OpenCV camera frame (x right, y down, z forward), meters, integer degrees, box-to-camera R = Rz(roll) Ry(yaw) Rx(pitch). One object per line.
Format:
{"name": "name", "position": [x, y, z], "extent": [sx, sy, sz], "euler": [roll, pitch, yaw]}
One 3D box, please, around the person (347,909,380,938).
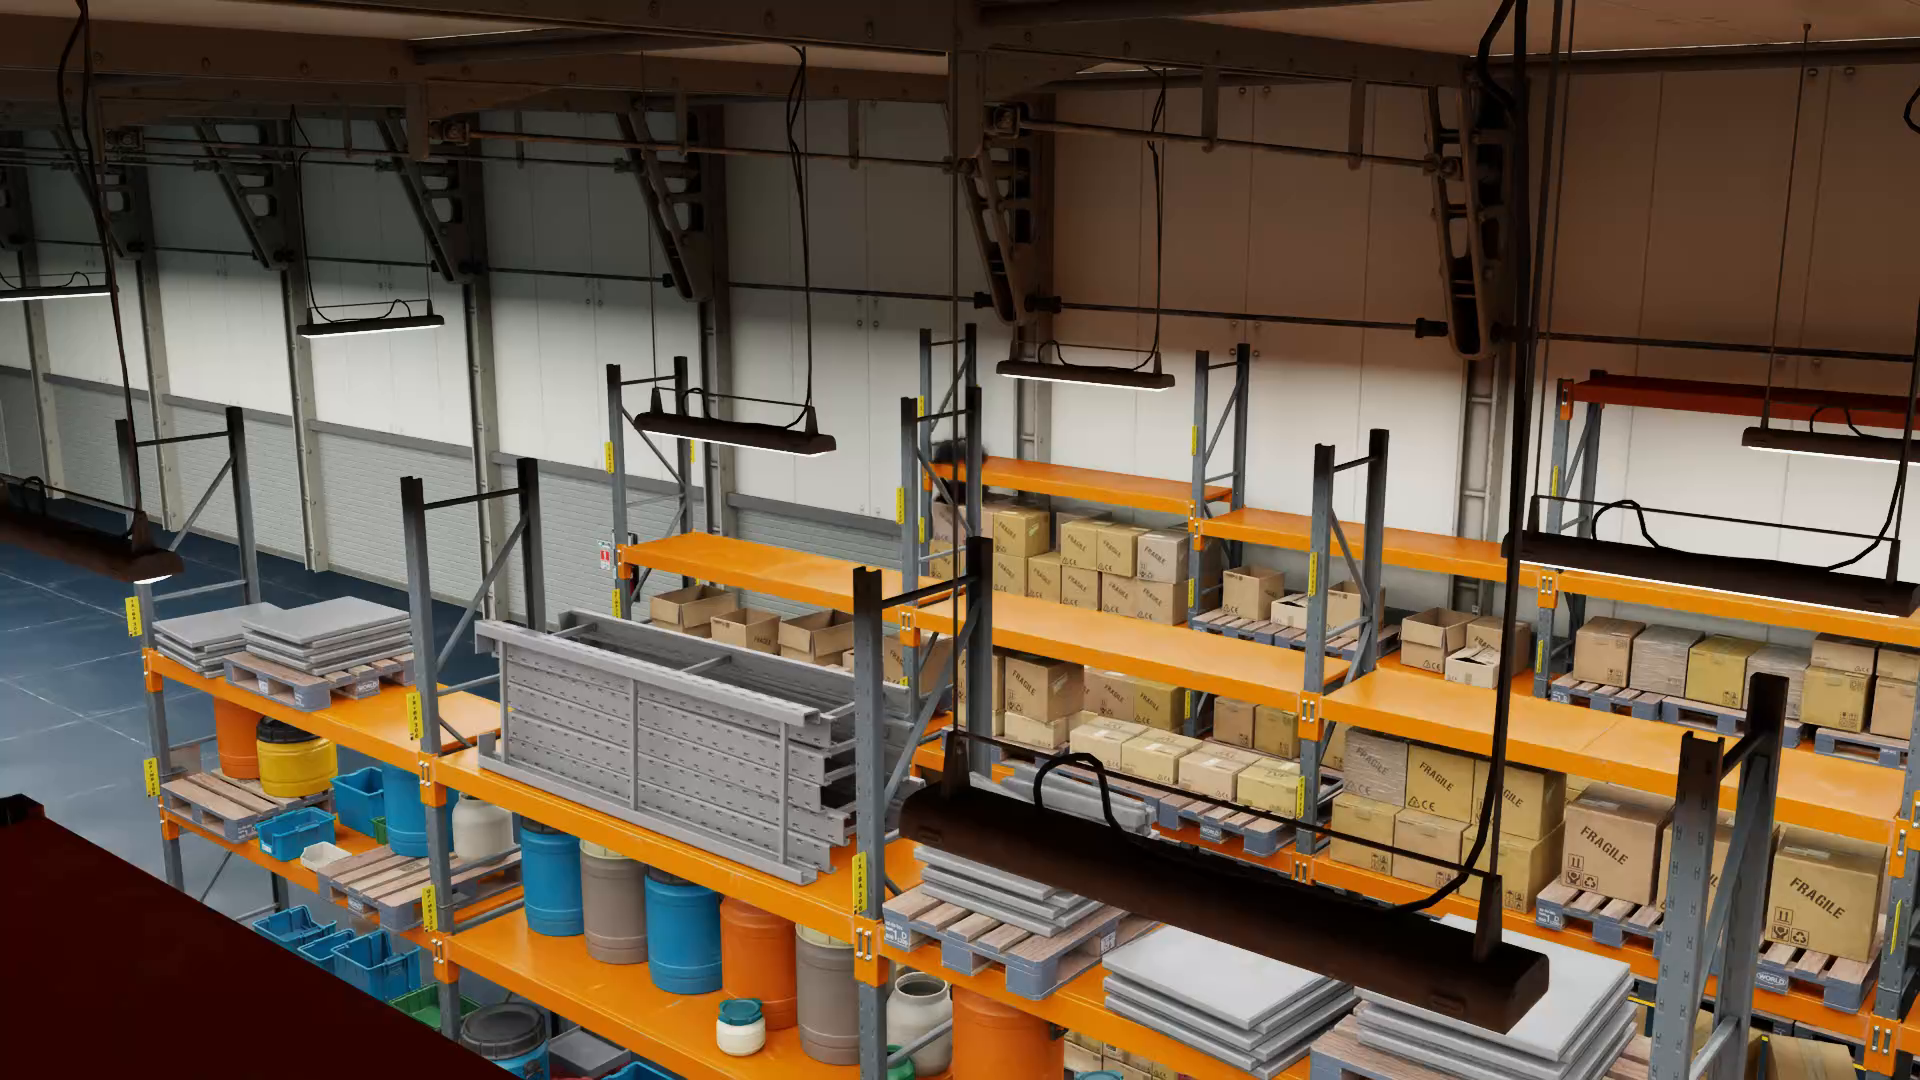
{"name": "person", "position": [-5.816, 3.672, 16.243], "extent": [0.897, 1.717, 0.685], "euler": [3, 13, 15]}
